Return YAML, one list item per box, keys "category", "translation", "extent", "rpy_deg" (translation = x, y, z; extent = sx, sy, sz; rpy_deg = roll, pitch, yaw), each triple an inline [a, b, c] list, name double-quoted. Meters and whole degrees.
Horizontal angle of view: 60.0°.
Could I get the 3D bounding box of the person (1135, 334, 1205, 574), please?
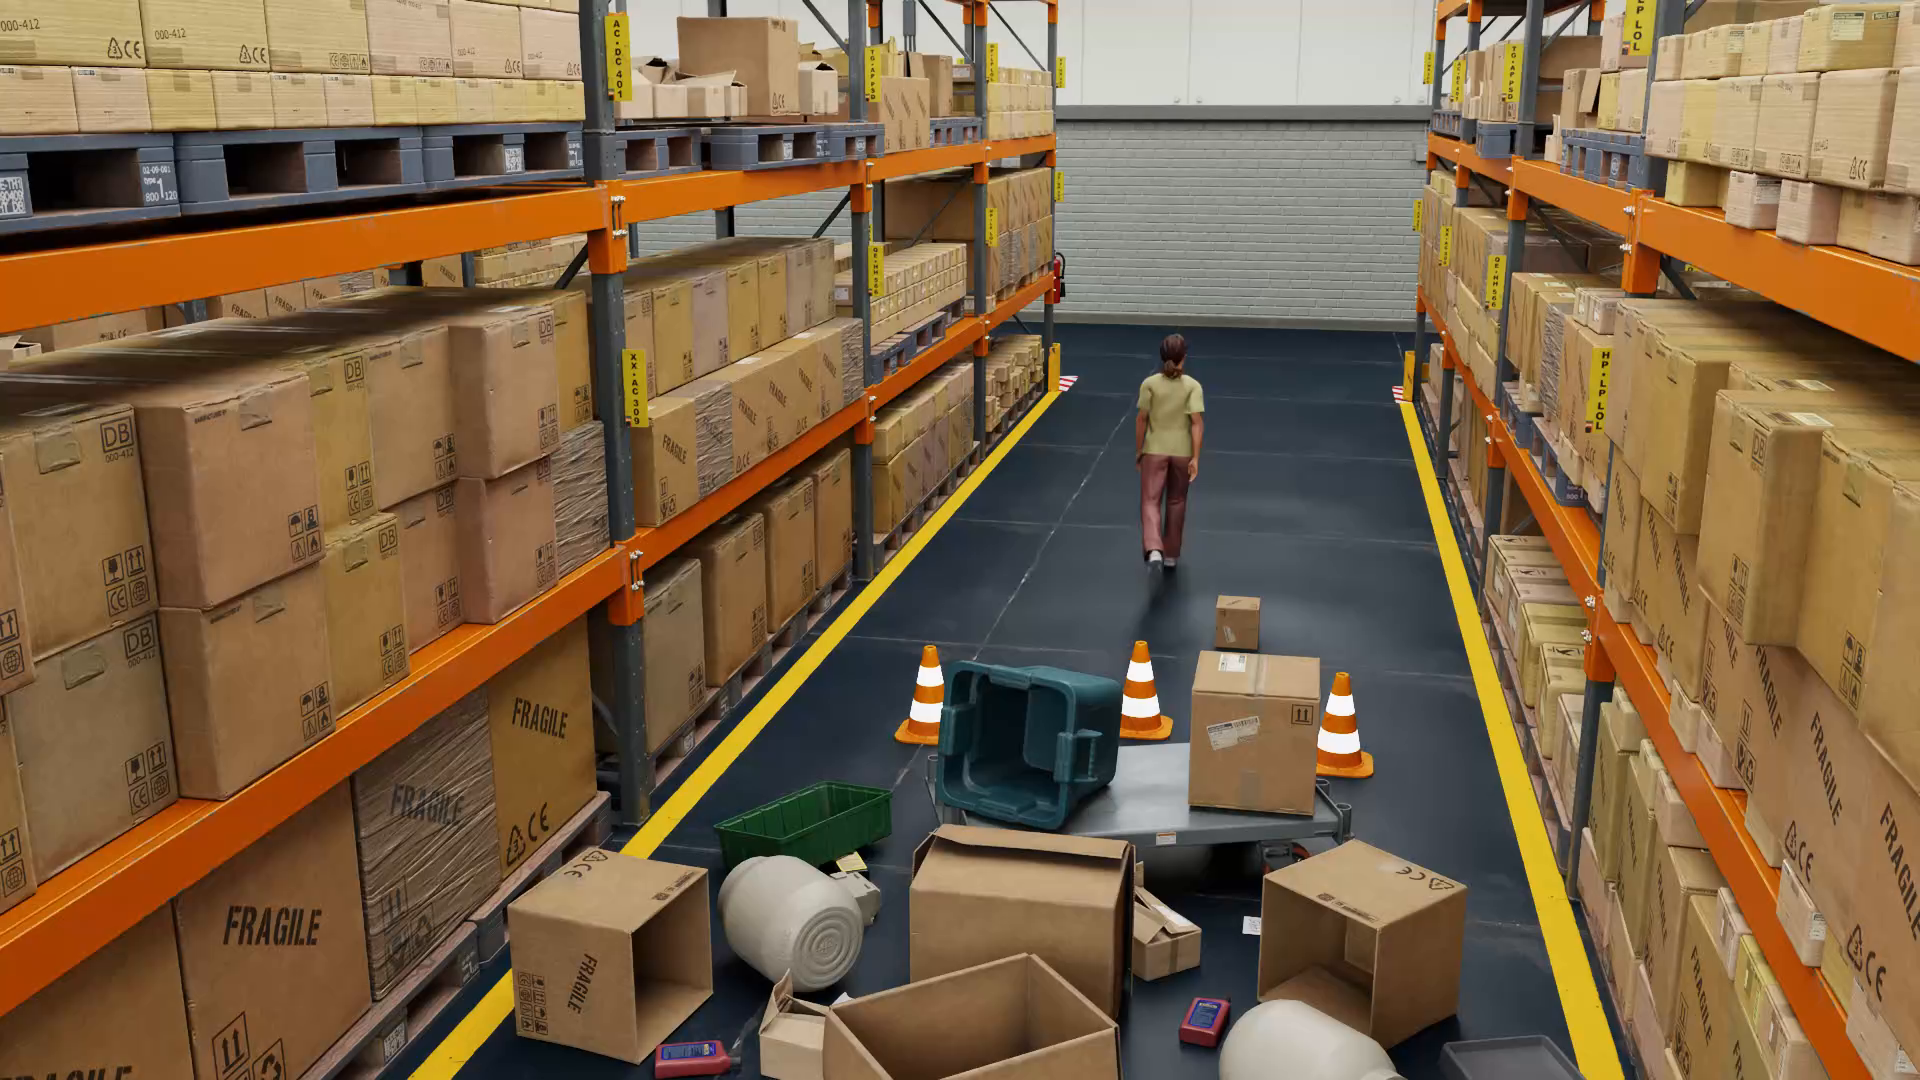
- category: "person"
  translation: [1.396, -0.557, 11.131]
  extent: [0.453, 1.630, 0.960]
  rpy_deg: [1, 15, 6]
